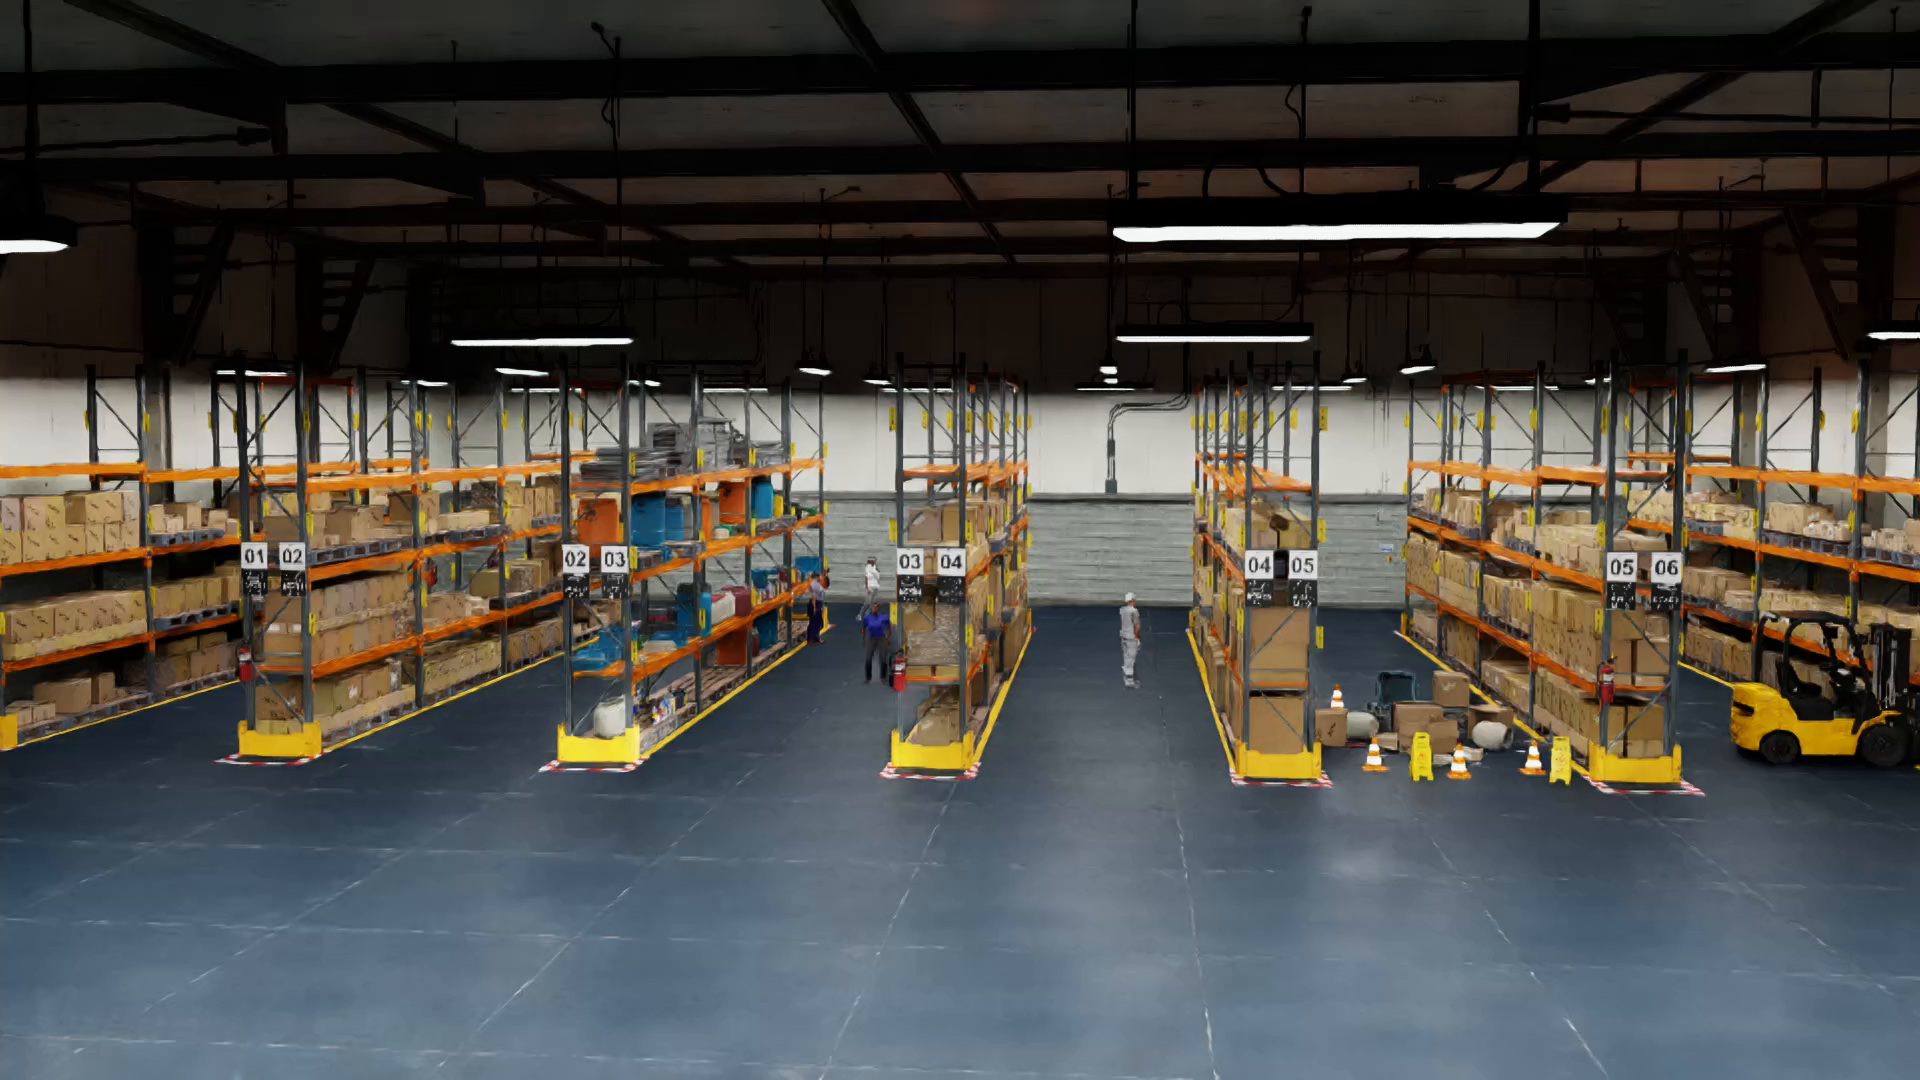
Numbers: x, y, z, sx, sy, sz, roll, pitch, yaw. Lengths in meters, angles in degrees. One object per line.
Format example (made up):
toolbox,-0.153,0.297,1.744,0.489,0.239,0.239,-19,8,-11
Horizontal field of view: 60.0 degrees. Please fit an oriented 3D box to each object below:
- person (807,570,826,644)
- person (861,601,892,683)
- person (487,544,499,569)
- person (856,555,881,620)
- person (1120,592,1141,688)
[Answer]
person,-3.247,1.502,37.514,0.376,1.656,0.555,1,4,8
person,-1.600,1.956,31.822,0.592,1.590,0.513,0,4,4
person,-12.089,0.996,43.712,0.612,1.768,0.778,4,6,43
person,-2.300,1.213,41.567,0.462,1.655,0.631,2,5,31
person,3.248,1.864,31.335,0.451,1.787,0.605,-2,4,-24
